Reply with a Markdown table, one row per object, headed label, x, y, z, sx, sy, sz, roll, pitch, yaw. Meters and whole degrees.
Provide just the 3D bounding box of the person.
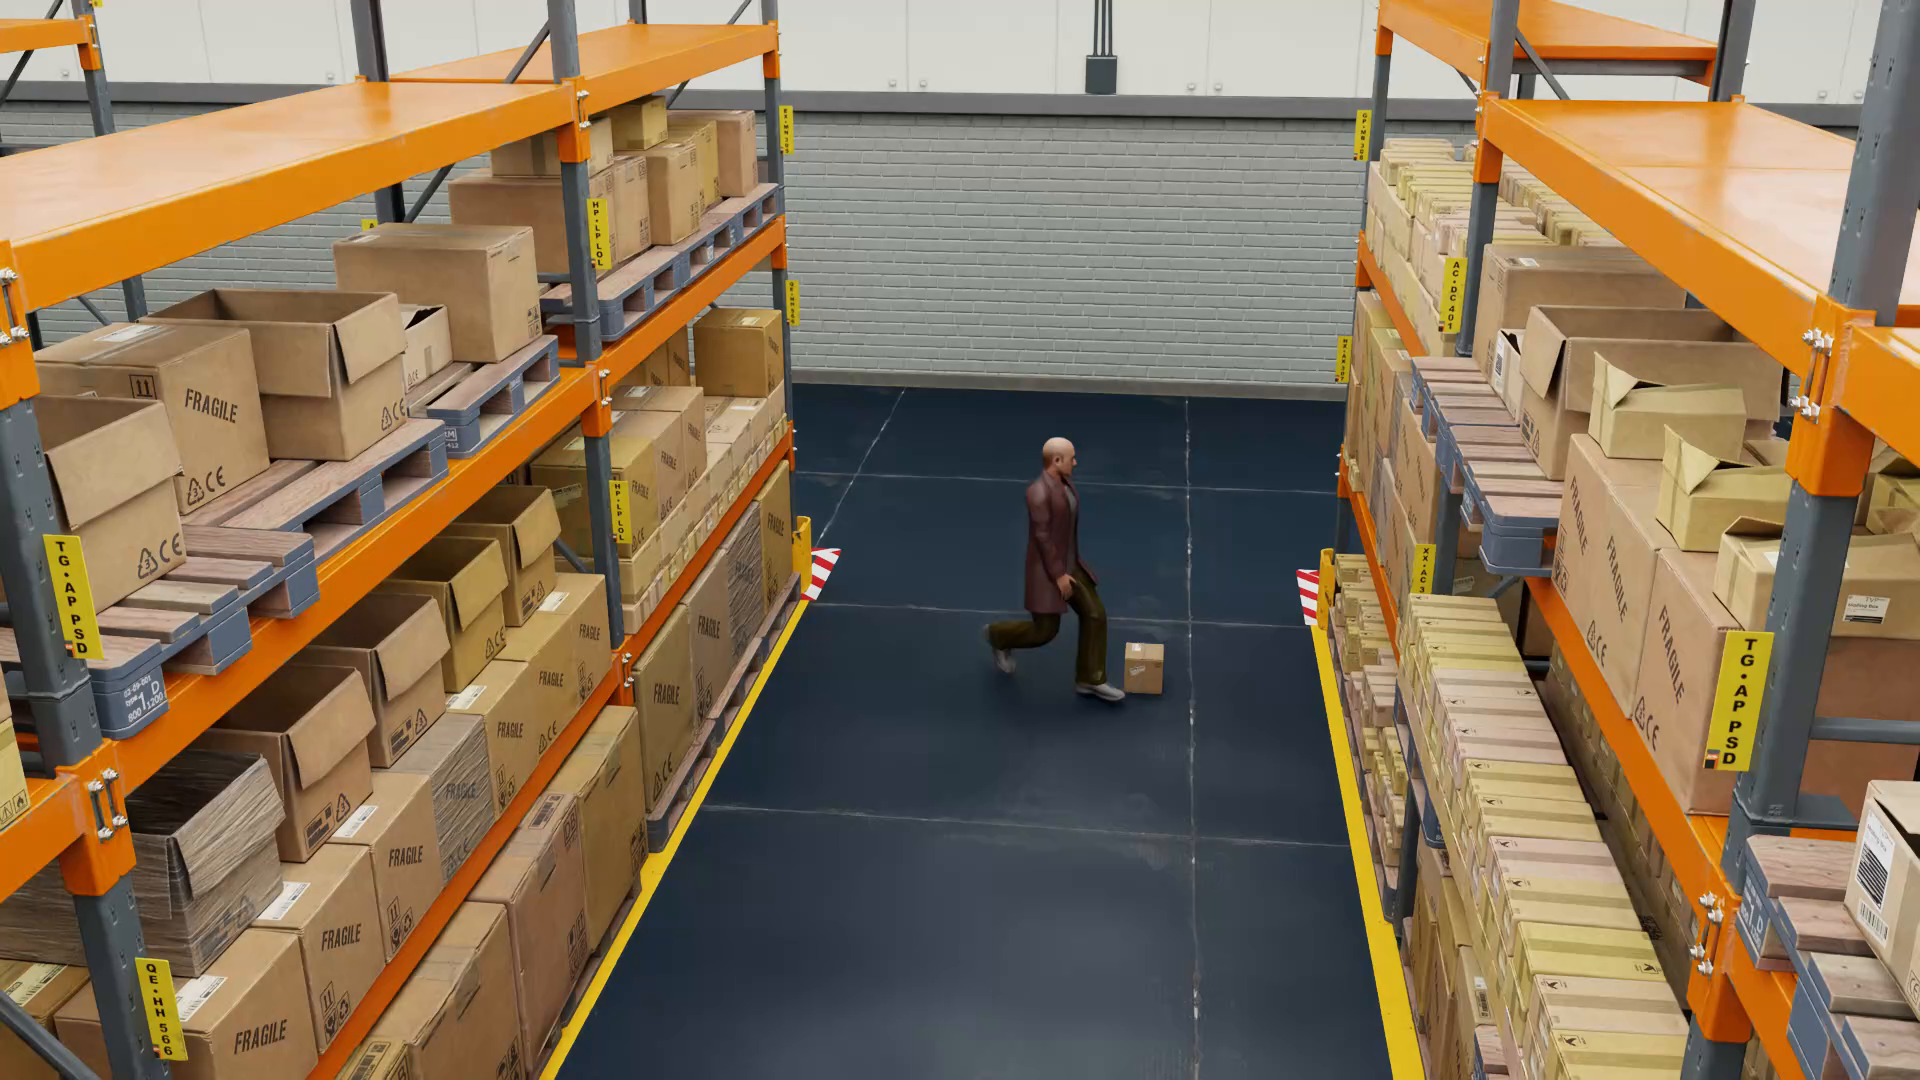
| label | x | y | z | sx | sy | sz | roll | pitch | yaw |
| --- | --- | --- | --- | --- | --- | --- | --- | --- | --- |
| person | 0.641 | 0.169 | 10.762 | 1.049 | 1.692 | 0.588 | 12 | 24 | 30 |
